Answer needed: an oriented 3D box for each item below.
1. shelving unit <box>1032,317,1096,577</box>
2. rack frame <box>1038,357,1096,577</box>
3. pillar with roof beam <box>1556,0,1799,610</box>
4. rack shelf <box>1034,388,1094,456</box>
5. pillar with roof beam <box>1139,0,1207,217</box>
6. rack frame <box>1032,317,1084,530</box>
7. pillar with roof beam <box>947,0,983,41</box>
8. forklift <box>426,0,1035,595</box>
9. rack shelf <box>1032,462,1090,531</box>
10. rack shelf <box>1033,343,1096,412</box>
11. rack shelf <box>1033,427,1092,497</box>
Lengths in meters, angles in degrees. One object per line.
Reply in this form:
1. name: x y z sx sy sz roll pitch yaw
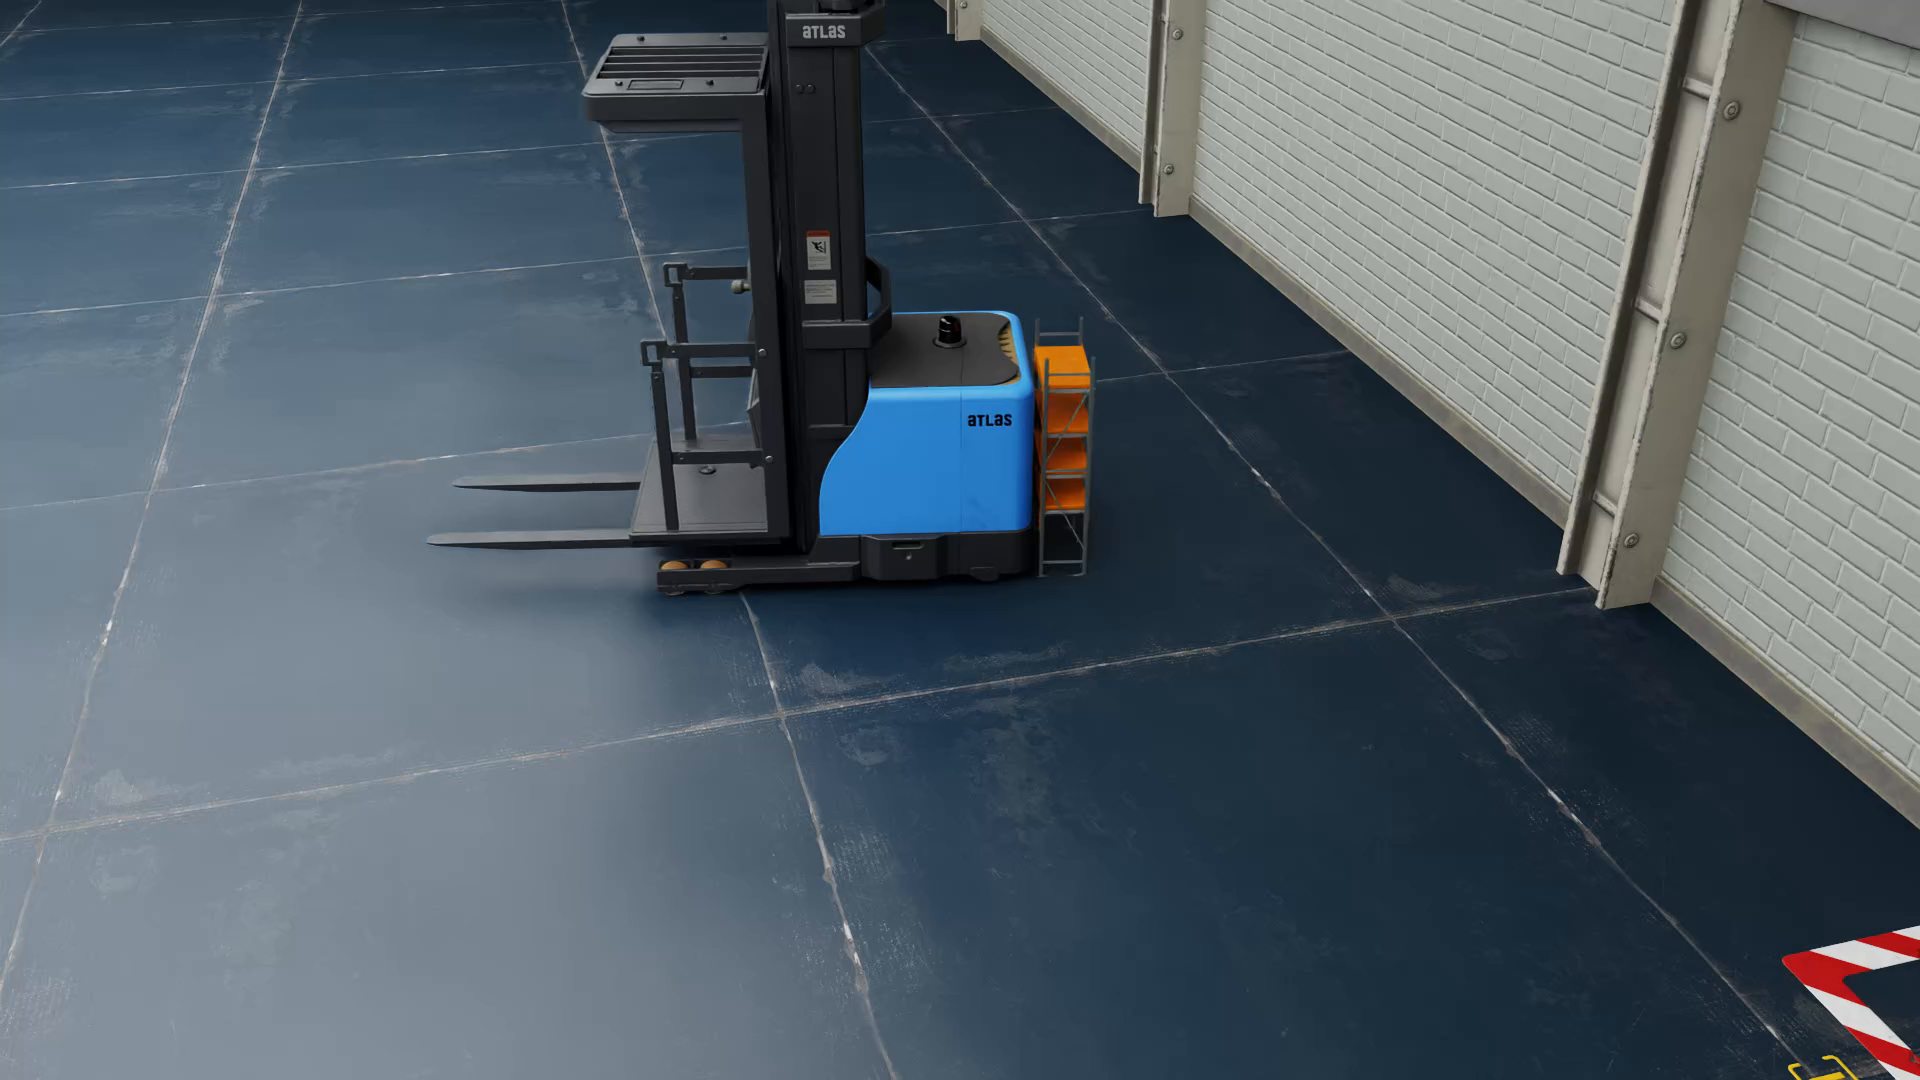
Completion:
1. shelving unit: 0.506 -0.459 8.345 0.258 1.200 0.503 -1 30 -2
2. rack frame: 0.518 -0.337 8.134 0.240 1.200 0.015 -1 30 -2
3. pillar with roof beam: -0.909 -3.096 5.116 9.100 9.000 0.400 -8 31 -13
4. rack shelf: 0.506 -0.594 8.267 0.258 0.148 0.480 -1 30 -2
5. pillar with roof beam: -2.502 -5.994 10.123 9.100 9.000 0.400 -8 31 -13
6. rack frame: 0.494 -0.581 8.556 0.240 1.200 0.015 -1 30 -2
7. pillar with roof beam: -4.094 -8.892 15.129 9.100 9.000 0.400 -8 31 -13
8. forklift: -1.165 -1.266 8.012 3.031 2.935 1.130 -1 30 -2
9. rack shelf: 0.506 -0.229 8.478 0.258 0.148 0.480 -1 30 -2
10. rack shelf: 0.506 -0.799 8.148 0.258 0.148 0.480 -1 30 -2
11. rack shelf: 0.506 -0.401 8.379 0.258 0.148 0.480 -1 30 -2
